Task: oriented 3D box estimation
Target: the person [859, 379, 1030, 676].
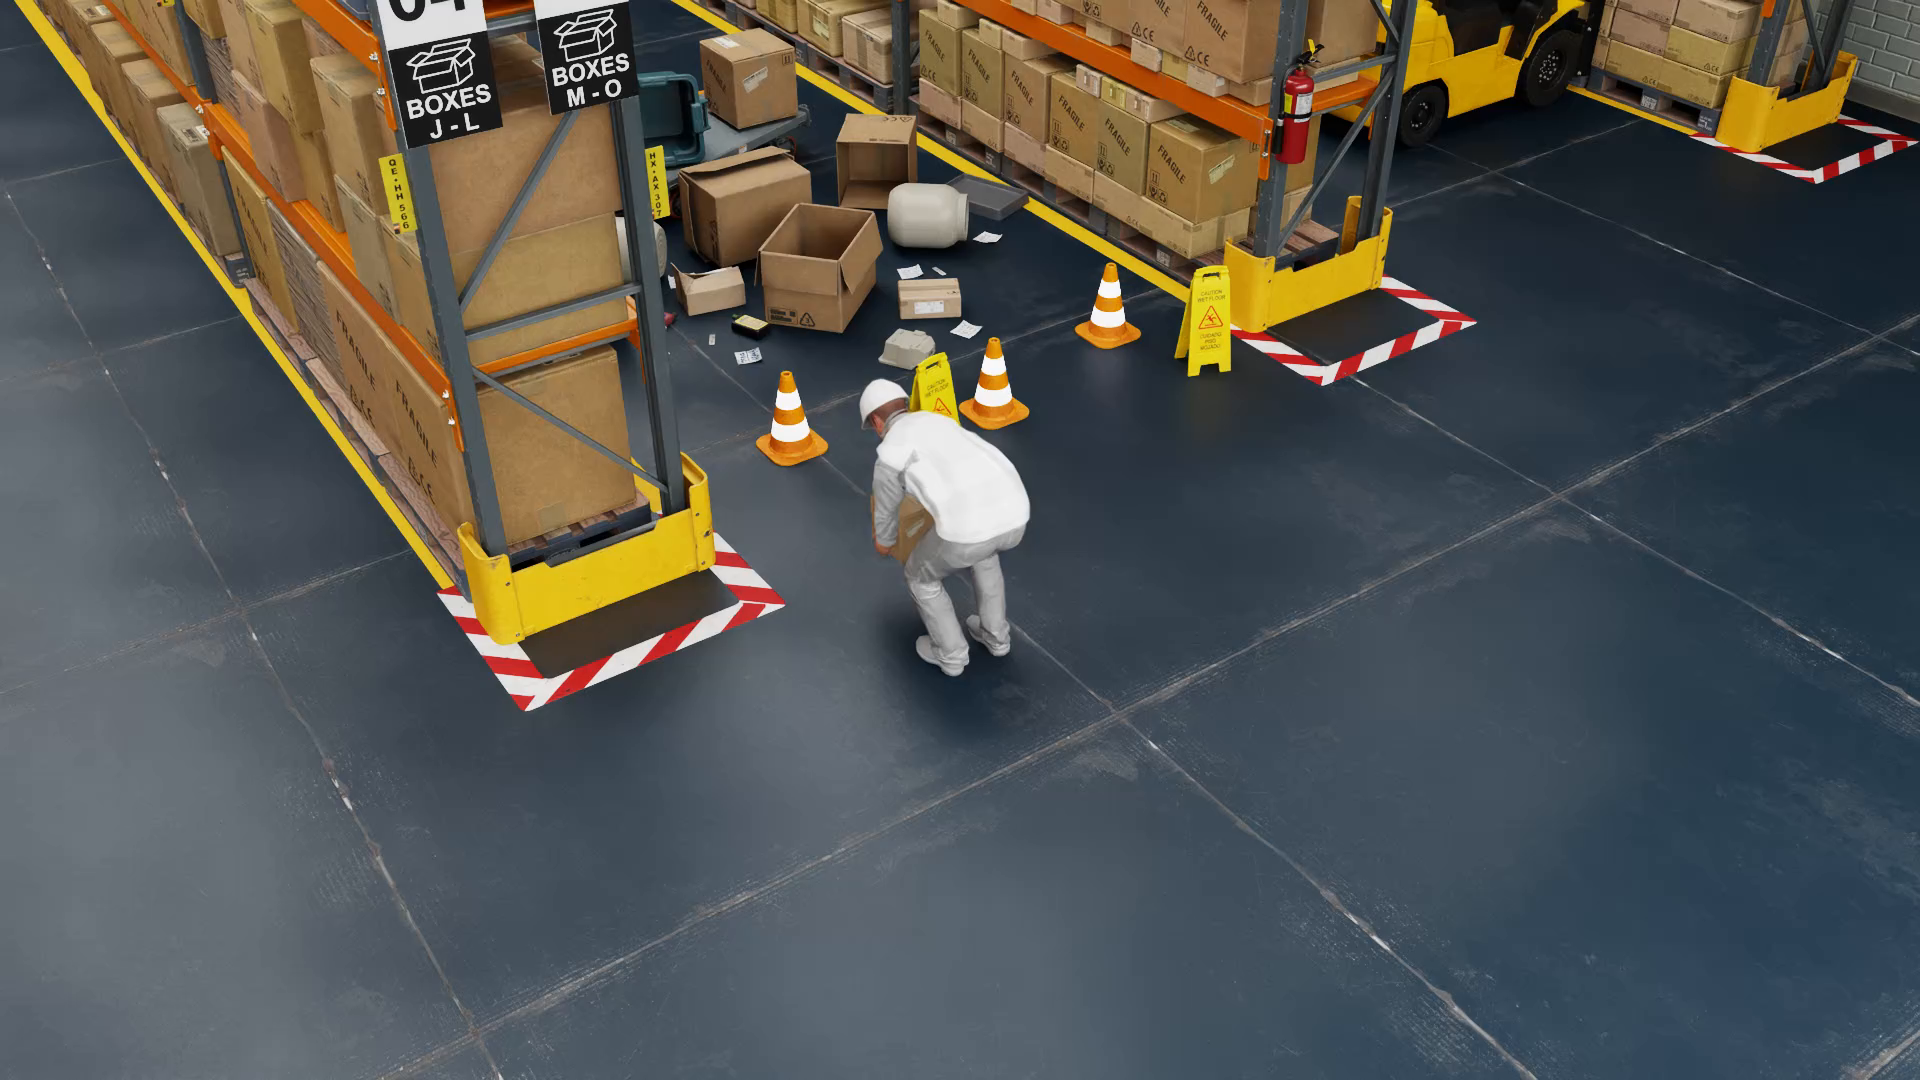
[{"bbox_3d":[-0.108,-0.058,7.566,0.488,1.178,0.985,-24,43,-30],"label":"person"}]
